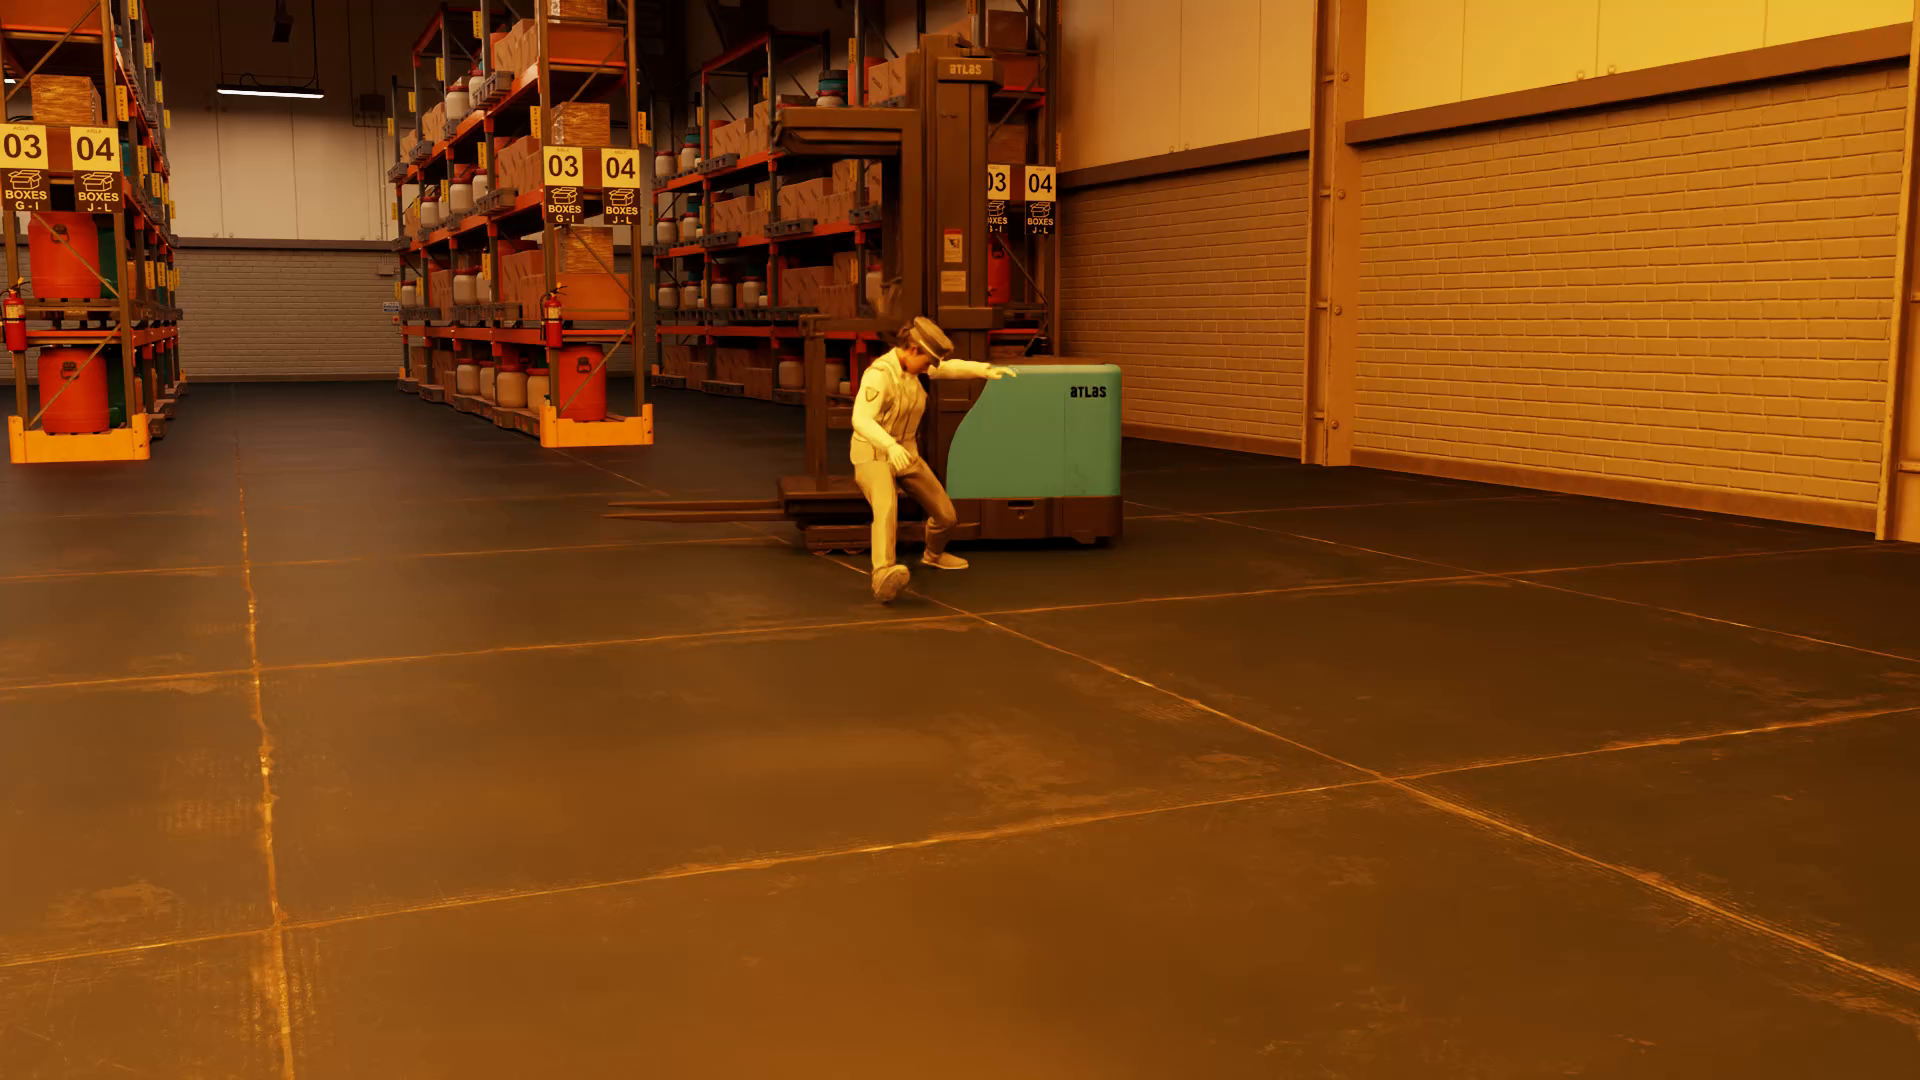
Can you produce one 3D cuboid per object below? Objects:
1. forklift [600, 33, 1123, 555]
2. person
[{"bbox_3d":[-0.603,-1.441,9.867,3.031,2.935,1.130,-1,8,-9],"label":"forklift"},{"bbox_3d":[-0.209,-0.437,8.326,0.922,1.358,1.187,7,10,44],"label":"person"}]
